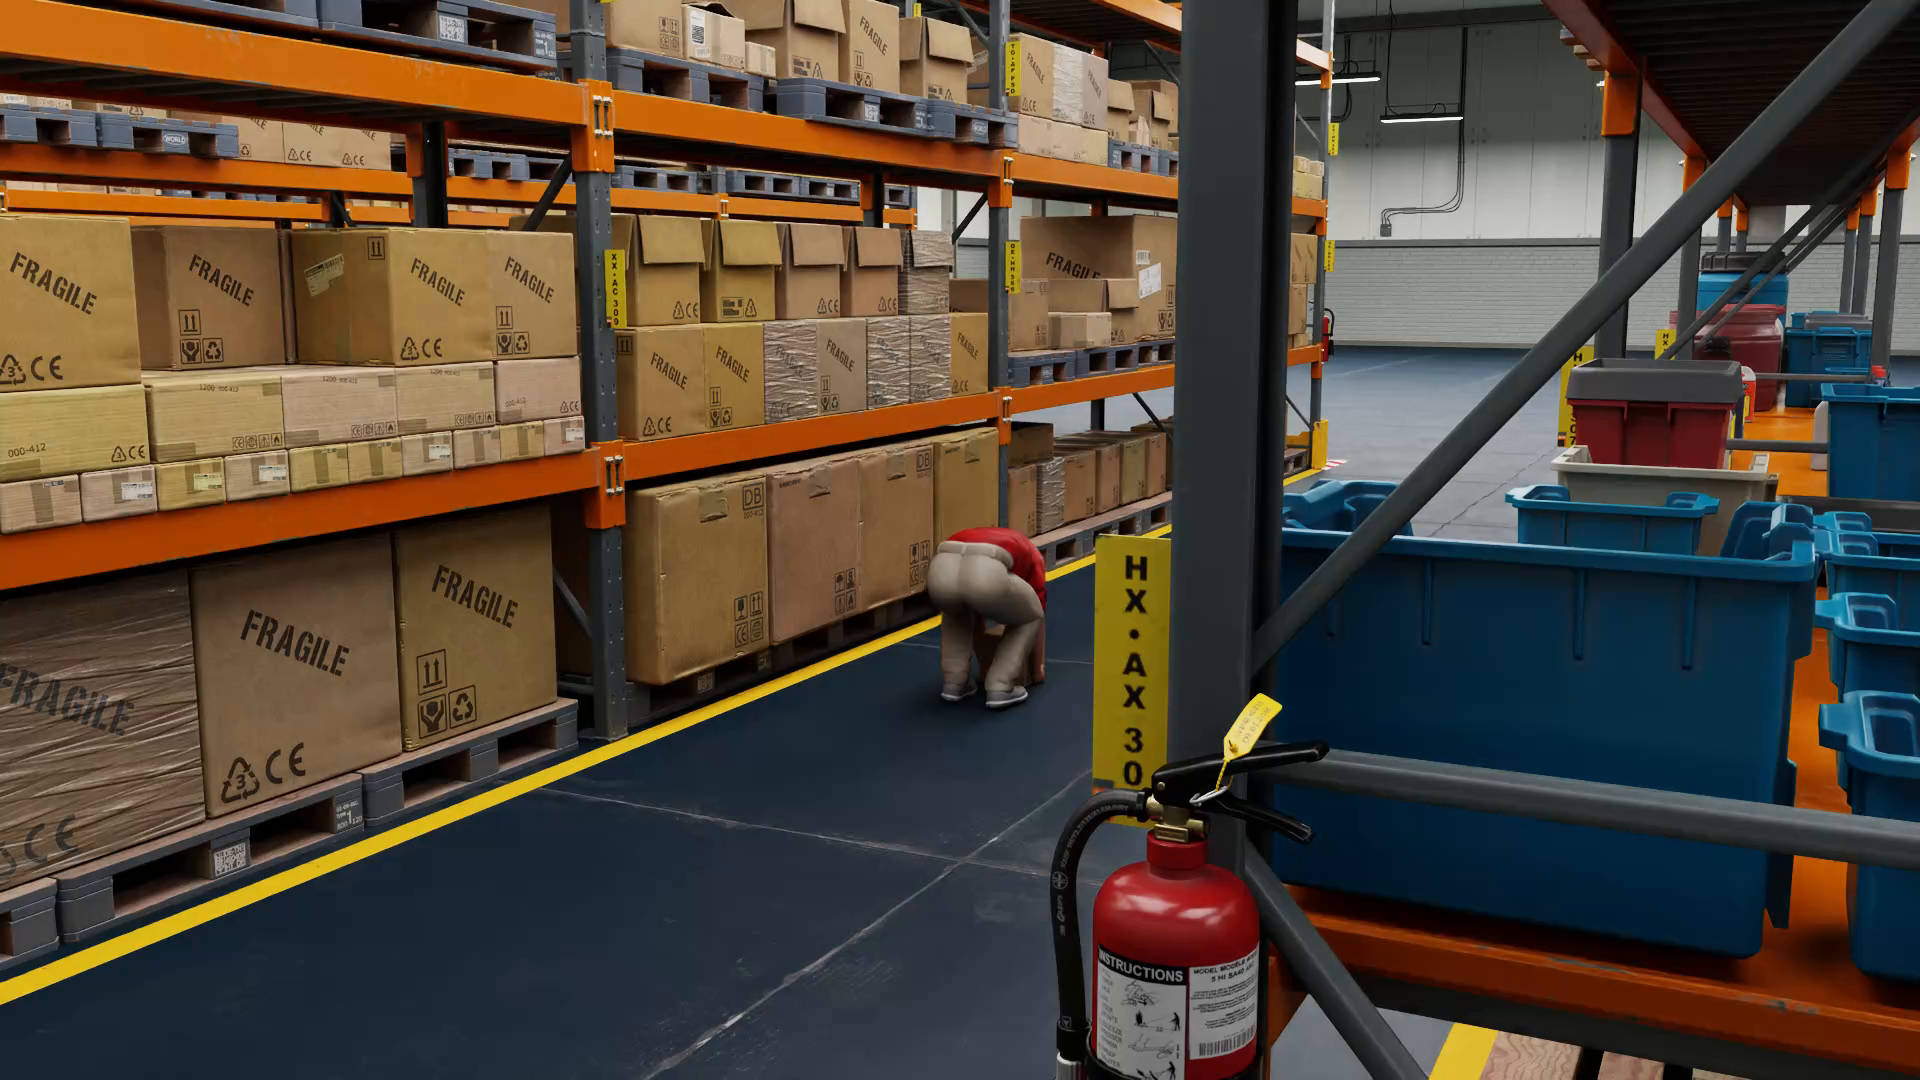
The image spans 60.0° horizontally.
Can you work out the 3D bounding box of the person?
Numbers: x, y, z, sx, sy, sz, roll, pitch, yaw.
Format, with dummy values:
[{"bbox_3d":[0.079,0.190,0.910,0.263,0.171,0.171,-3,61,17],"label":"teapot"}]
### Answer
[{"bbox_3d":[0.159,0.346,8.117,0.528,0.859,0.956,4,10,22],"label":"person"}]
